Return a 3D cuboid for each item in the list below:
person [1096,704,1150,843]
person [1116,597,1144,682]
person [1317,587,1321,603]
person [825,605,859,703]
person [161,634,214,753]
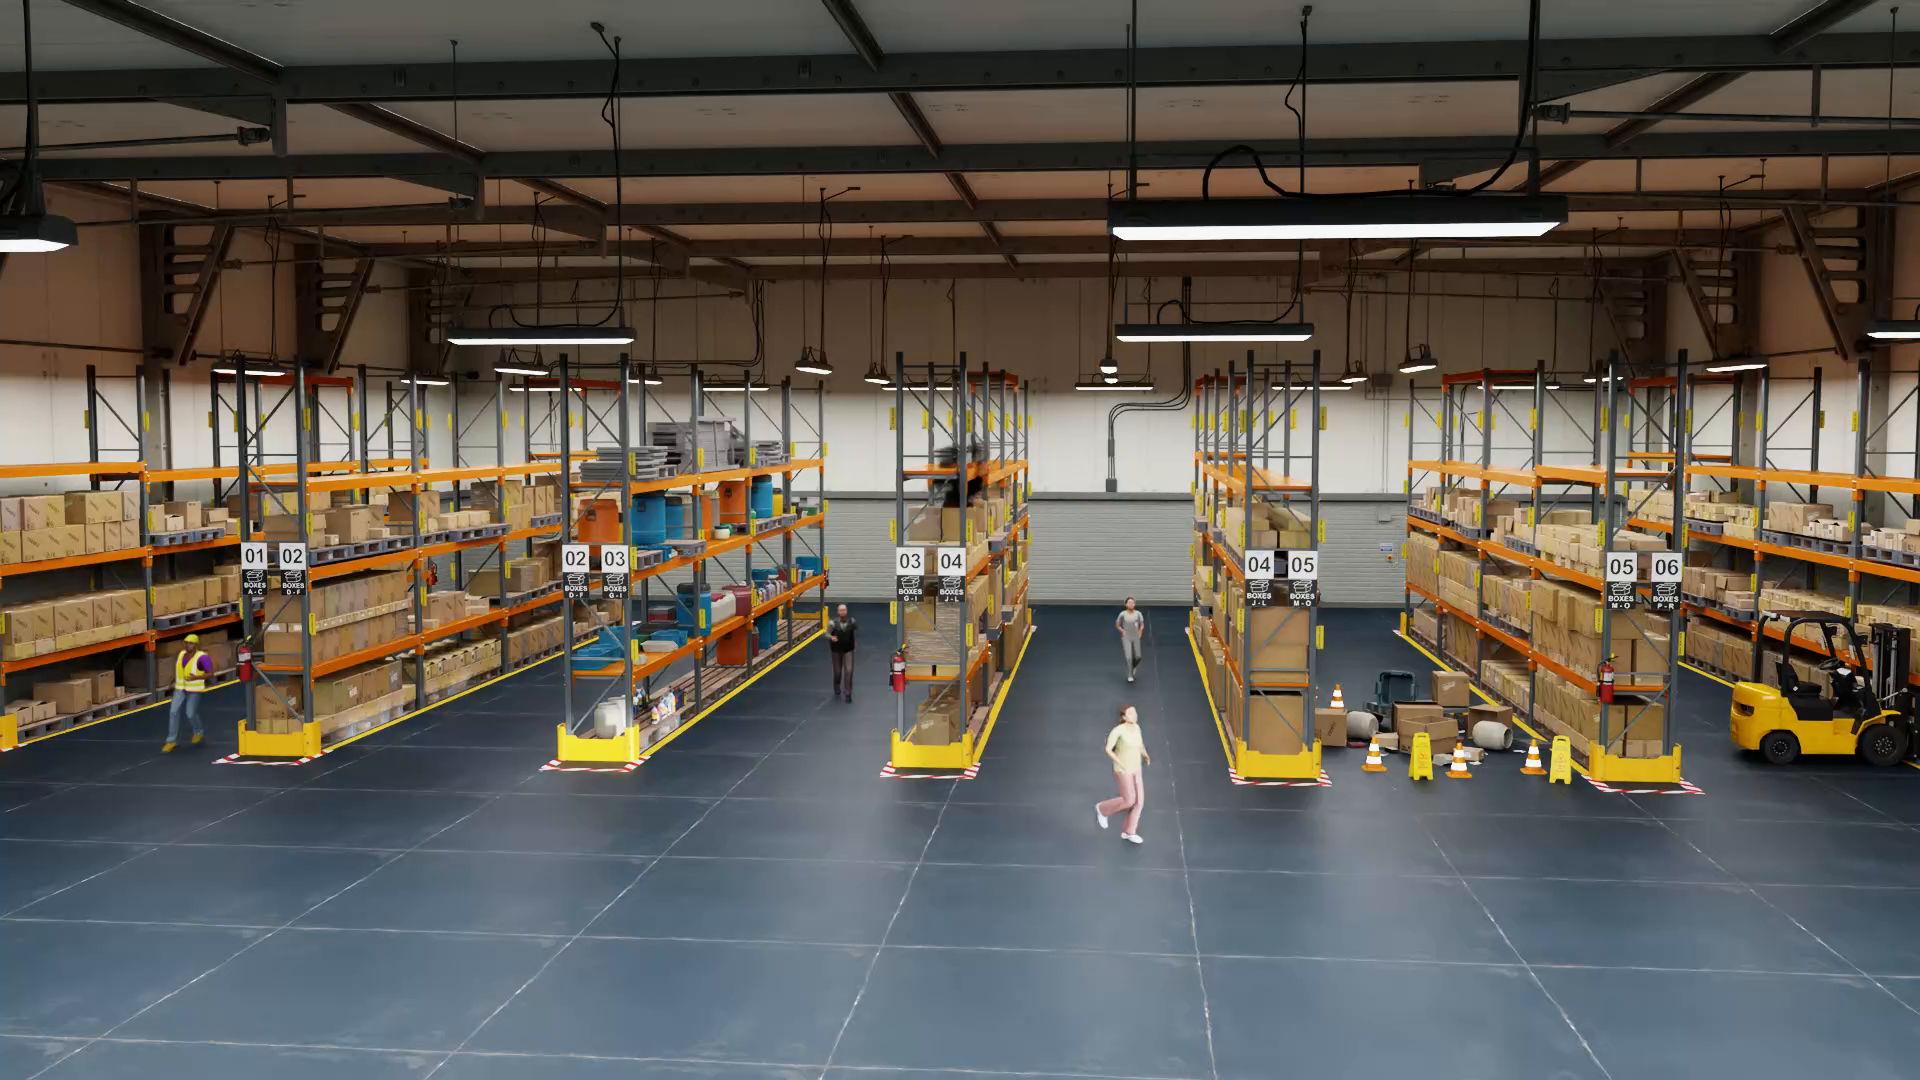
[{"bbox_3d":[1.984,2.775,20.005,0.580,1.644,0.635,-3,5,-40],"label":"person"},{"bbox_3d":[3.288,1.911,32.058,0.561,1.621,0.584,0,4,-3],"label":"person"},{"bbox_3d":[7.424,1.563,36.023,0.686,1.846,0.799,0,4,1],"label":"person"},{"bbox_3d":[-2.115,2.008,29.868,0.632,1.724,0.954,-1,4,-9],"label":"person"},{"bbox_3d":[-11.800,2.319,25.484,0.719,1.758,0.882,0,4,5],"label":"person"}]
